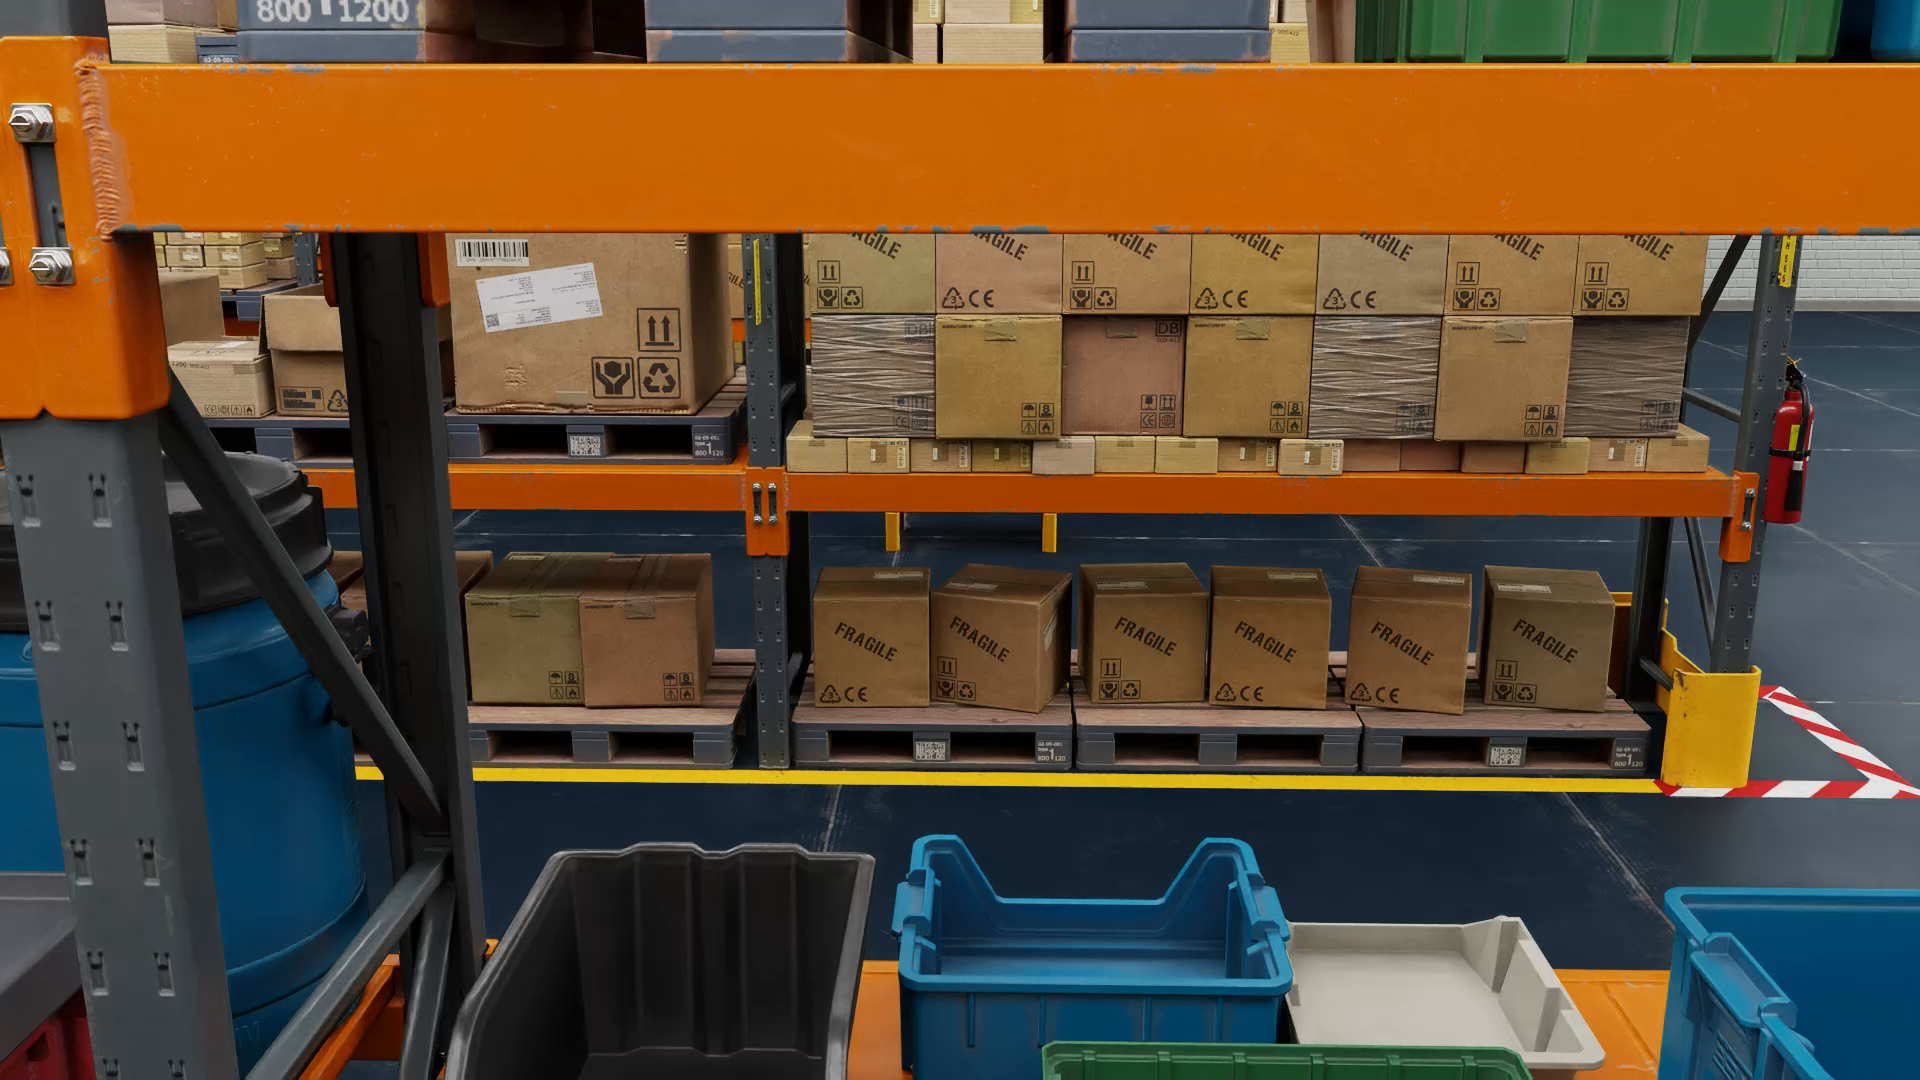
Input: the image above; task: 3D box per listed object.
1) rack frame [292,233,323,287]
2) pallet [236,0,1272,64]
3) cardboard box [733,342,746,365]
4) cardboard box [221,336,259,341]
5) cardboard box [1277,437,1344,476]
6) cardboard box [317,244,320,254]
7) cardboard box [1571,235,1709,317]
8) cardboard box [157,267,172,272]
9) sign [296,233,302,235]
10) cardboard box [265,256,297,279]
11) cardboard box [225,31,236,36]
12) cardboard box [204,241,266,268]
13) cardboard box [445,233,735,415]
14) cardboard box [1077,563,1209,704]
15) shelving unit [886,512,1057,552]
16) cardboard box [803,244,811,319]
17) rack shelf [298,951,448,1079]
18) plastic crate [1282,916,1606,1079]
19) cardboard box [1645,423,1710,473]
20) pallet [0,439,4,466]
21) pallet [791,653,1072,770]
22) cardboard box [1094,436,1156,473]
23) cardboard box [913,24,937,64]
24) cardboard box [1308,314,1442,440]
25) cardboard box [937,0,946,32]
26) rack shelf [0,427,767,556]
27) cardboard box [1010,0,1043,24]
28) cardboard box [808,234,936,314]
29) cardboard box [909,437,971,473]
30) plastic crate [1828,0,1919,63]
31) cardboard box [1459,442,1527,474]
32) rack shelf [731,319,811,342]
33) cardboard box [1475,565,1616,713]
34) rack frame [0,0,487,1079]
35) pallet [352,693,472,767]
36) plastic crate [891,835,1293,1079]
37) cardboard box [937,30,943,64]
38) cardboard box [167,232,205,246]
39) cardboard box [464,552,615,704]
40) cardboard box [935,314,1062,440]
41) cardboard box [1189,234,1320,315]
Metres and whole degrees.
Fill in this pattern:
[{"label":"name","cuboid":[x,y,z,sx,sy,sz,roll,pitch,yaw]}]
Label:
[{"label":"rack frame","cuboid":[-4.554,-1.882,12.095,0.127,3.000,1.000,0,15,1]},{"label":"pallet","cuboid":[-0.186,-0.708,2.135,1.003,0.211,1.213,0,15,1]},{"label":"cardboard box","cuboid":[-2.468,-2.063,17.106,0.625,0.372,0.950,1,15,3]},{"label":"cardboard box","cuboid":[-3.108,-0.814,7.487,0.258,0.266,0.396,0,15,0]},{"label":"cardboard box","cuboid":[1.423,-0.377,6.881,0.250,0.149,0.380,0,15,1]},{"label":"cardboard box","cuboid":[-6.566,-3.013,16.673,0.500,0.250,0.500,0,15,1]},{"label":"cardboard box","cuboid":[2.659,-1.182,6.702,0.500,0.500,0.500,0,15,1]},{"label":"cardboard box","cuboid":[-5.564,-1.854,11.655,0.250,0.149,0.380,1,15,2]},{"label":"sign","cuboid":[-4.559,-2.266,11.433,0.005,0.325,0.100,0,15,1]},{"label":"cardboard box","cuboid":[-4.996,-2.018,12.280,0.250,0.149,0.380,0,15,1]},{"label":"cardboard box","cuboid":[-3.302,-2.052,7.151,0.500,0.250,0.500,1,15,3]},{"label":"cardboard box","cuboid":[-5.060,-1.995,11.608,0.250,0.149,0.380,1,15,3]},{"label":"cardboard box","cuboid":[-1.574,-1.126,7.229,1.000,1.000,1.000,0,15,2]},{"label":"cardboard box","cuboid":[0.811,0.412,7.475,0.500,0.500,0.500,-1,15,-4]},{"label":"shelving unit","cuboid":[0.076,-0.725,10.647,1.083,1.500,0.587,0,15,1]},{"label":"cardboard box","cuboid":[-1.084,-1.840,11.738,0.500,0.500,0.500,0,15,1]},{"label":"rack shelf","cuboid":[-2.909,1.006,2.558,4.000,0.370,1.077,0,15,1]},{"label":"plastic crate","cuboid":[0.720,0.744,2.655,0.437,0.136,0.530,0,15,1]},{"label":"cardboard box","cuboid":[2.925,-0.394,6.945,0.250,0.149,0.380,0,15,1]},{"label":"pallet","cuboid":[-4.067,-0.548,7.413,1.003,0.211,1.213,0,15,1]},{"label":"pallet","cuboid":[-0.111,0.752,7.578,1.213,0.211,1.003,0,15,1]},{"label":"cardboard box","cuboid":[0.674,-0.391,6.933,0.250,0.149,0.380,0,15,1]},{"label":"cardboard box","cuboid":[-0.340,-1.902,6.582,0.500,0.250,0.500,0,15,-1]},{"label":"cardboard box","cuboid":[1.665,-0.756,7.045,0.500,0.500,0.875,0,15,1]},{"label":"cardboard box","cuboid":[-0.186,-2.209,6.966,0.250,0.149,0.380,1,15,2]},{"label":"rack shelf","cuboid":[-2.783,-0.257,7.346,4.000,0.370,1.077,0,15,1]},{"label":"cardboard box","cuboid":[0.319,-2.100,6.552,0.250,0.149,0.380,1,15,3]},{"label":"cardboard box","cuboid":[-0.340,-1.200,6.769,0.500,0.500,0.500,0,15,1]},{"label":"cardboard box","cuboid":[-0.076,-0.393,6.942,0.250,0.149,0.380,0,15,1]},{"label":"plastic crate","cuboid":[1.175,-0.681,1.694,0.575,0.384,0.392,0,15,1]},{"label":"cardboard box","cuboid":[2.175,-0.390,6.929,0.250,0.149,0.380,0,15,1]},{"label":"rack shelf","cuboid":[-2.555,-1.522,12.137,4.000,0.370,1.077,0,15,1]},{"label":"cardboard box","cuboid":[2.592,0.431,7.403,0.500,0.500,0.500,3,15,12]},{"label":"rack frame","cuboid":[-0.910,0.670,2.420,0.053,2.616,0.949,0,15,1]},{"label":"pallet","cuboid":[-2.784,0.744,7.605,1.213,0.211,1.003,0,15,1]},{"label":"plastic crate","cuboid":[0.204,0.681,2.671,0.616,0.251,0.499,0,15,1]},{"label":"cardboard box","cuboid":[-0.321,-2.034,7.082,0.500,0.250,0.500,1,15,4]},{"label":"cardboard box","cuboid":[-5.307,-2.140,11.575,0.250,0.149,0.380,0,15,1]},{"label":"cardboard box","cuboid":[-1.873,0.386,7.533,0.500,0.500,0.700,0,15,1]},{"label":"cardboard box","cuboid":[0.164,-0.753,7.036,0.500,0.500,0.875,0,15,1]},{"label":"cardboard box","cuboid":[1.160,-1.193,6.744,0.500,0.500,0.500,0,15,1]}]
